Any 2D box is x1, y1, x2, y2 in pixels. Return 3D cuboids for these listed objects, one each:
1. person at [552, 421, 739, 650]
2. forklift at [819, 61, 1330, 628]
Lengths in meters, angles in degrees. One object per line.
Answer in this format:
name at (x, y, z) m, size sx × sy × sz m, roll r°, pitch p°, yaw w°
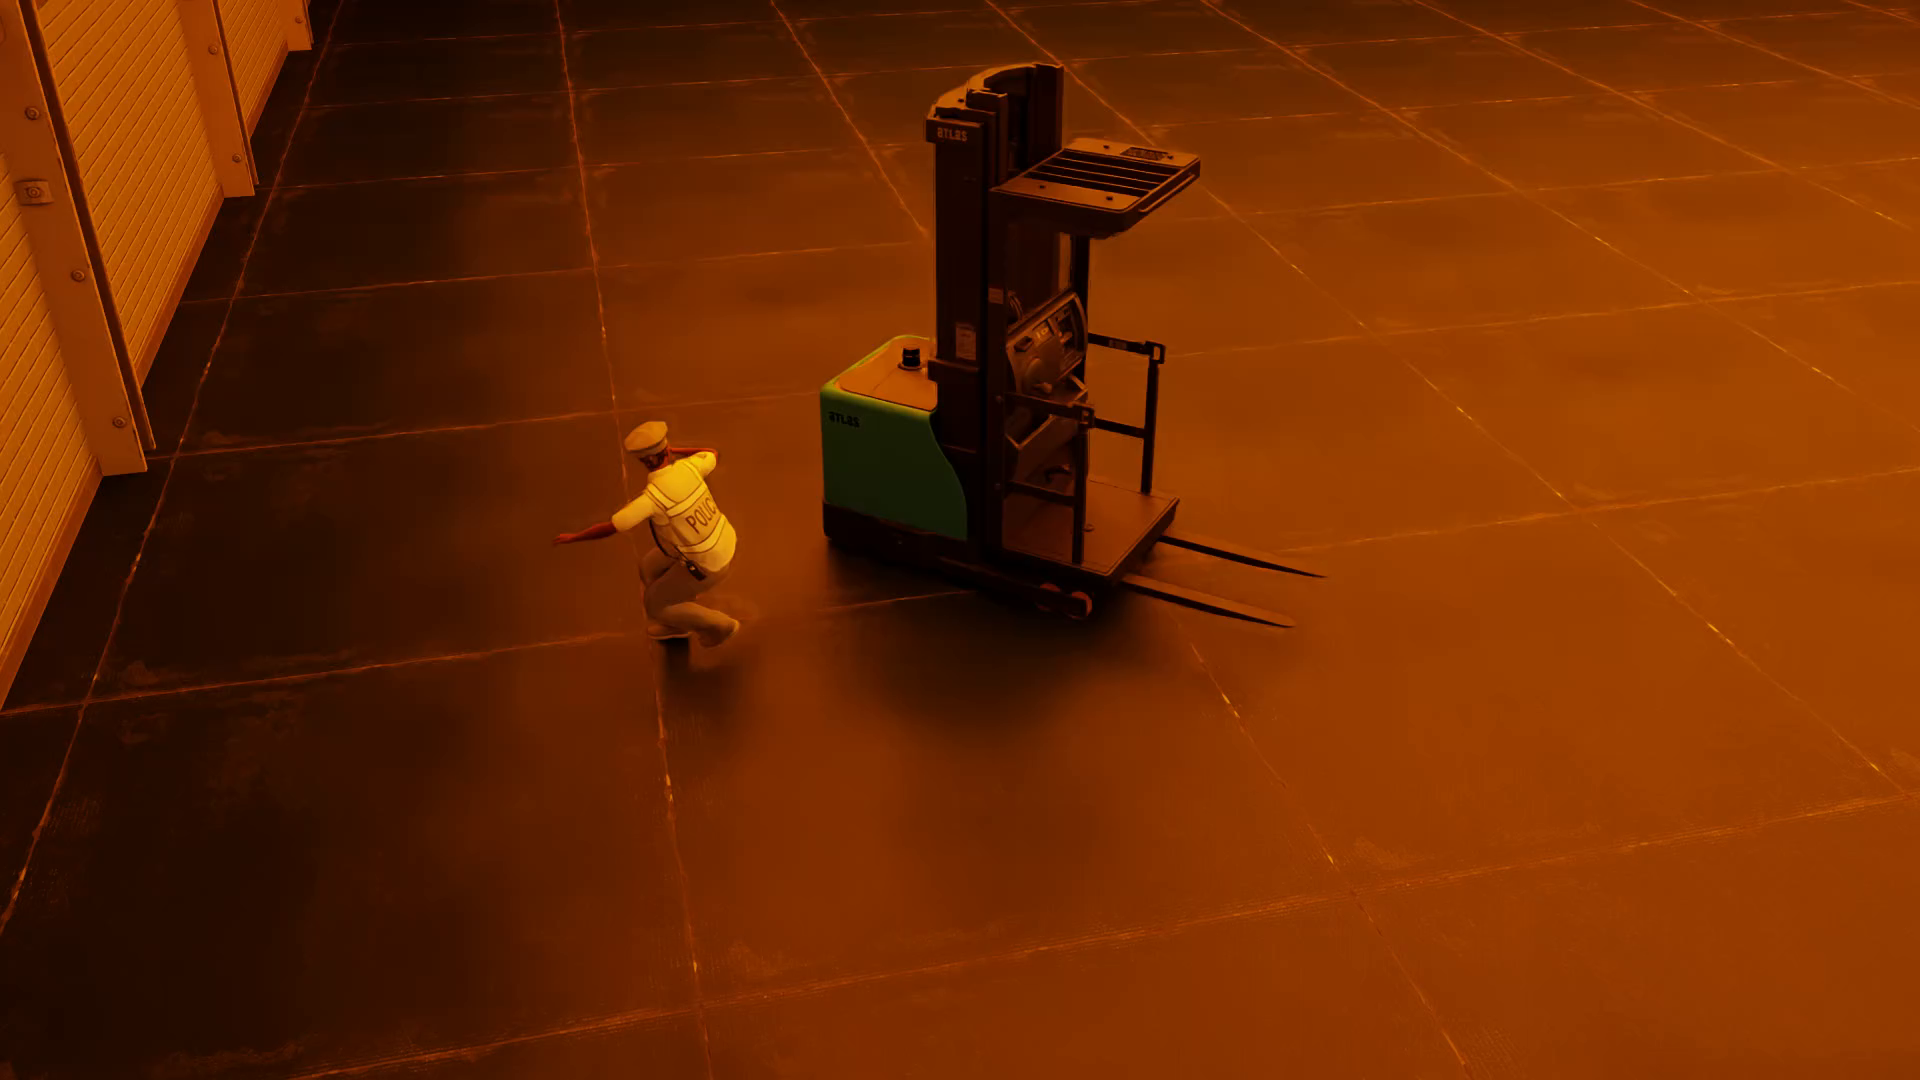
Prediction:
person at (-1.697, -0.014, 9.149) m, size 0.973 × 1.397 × 0.690 m, roll 4°, pitch 30°, yaw 6°
forklift at (0.680, -1.106, 9.485) m, size 3.031 × 2.935 × 1.130 m, roll 15°, pitch 33°, yaw 25°
